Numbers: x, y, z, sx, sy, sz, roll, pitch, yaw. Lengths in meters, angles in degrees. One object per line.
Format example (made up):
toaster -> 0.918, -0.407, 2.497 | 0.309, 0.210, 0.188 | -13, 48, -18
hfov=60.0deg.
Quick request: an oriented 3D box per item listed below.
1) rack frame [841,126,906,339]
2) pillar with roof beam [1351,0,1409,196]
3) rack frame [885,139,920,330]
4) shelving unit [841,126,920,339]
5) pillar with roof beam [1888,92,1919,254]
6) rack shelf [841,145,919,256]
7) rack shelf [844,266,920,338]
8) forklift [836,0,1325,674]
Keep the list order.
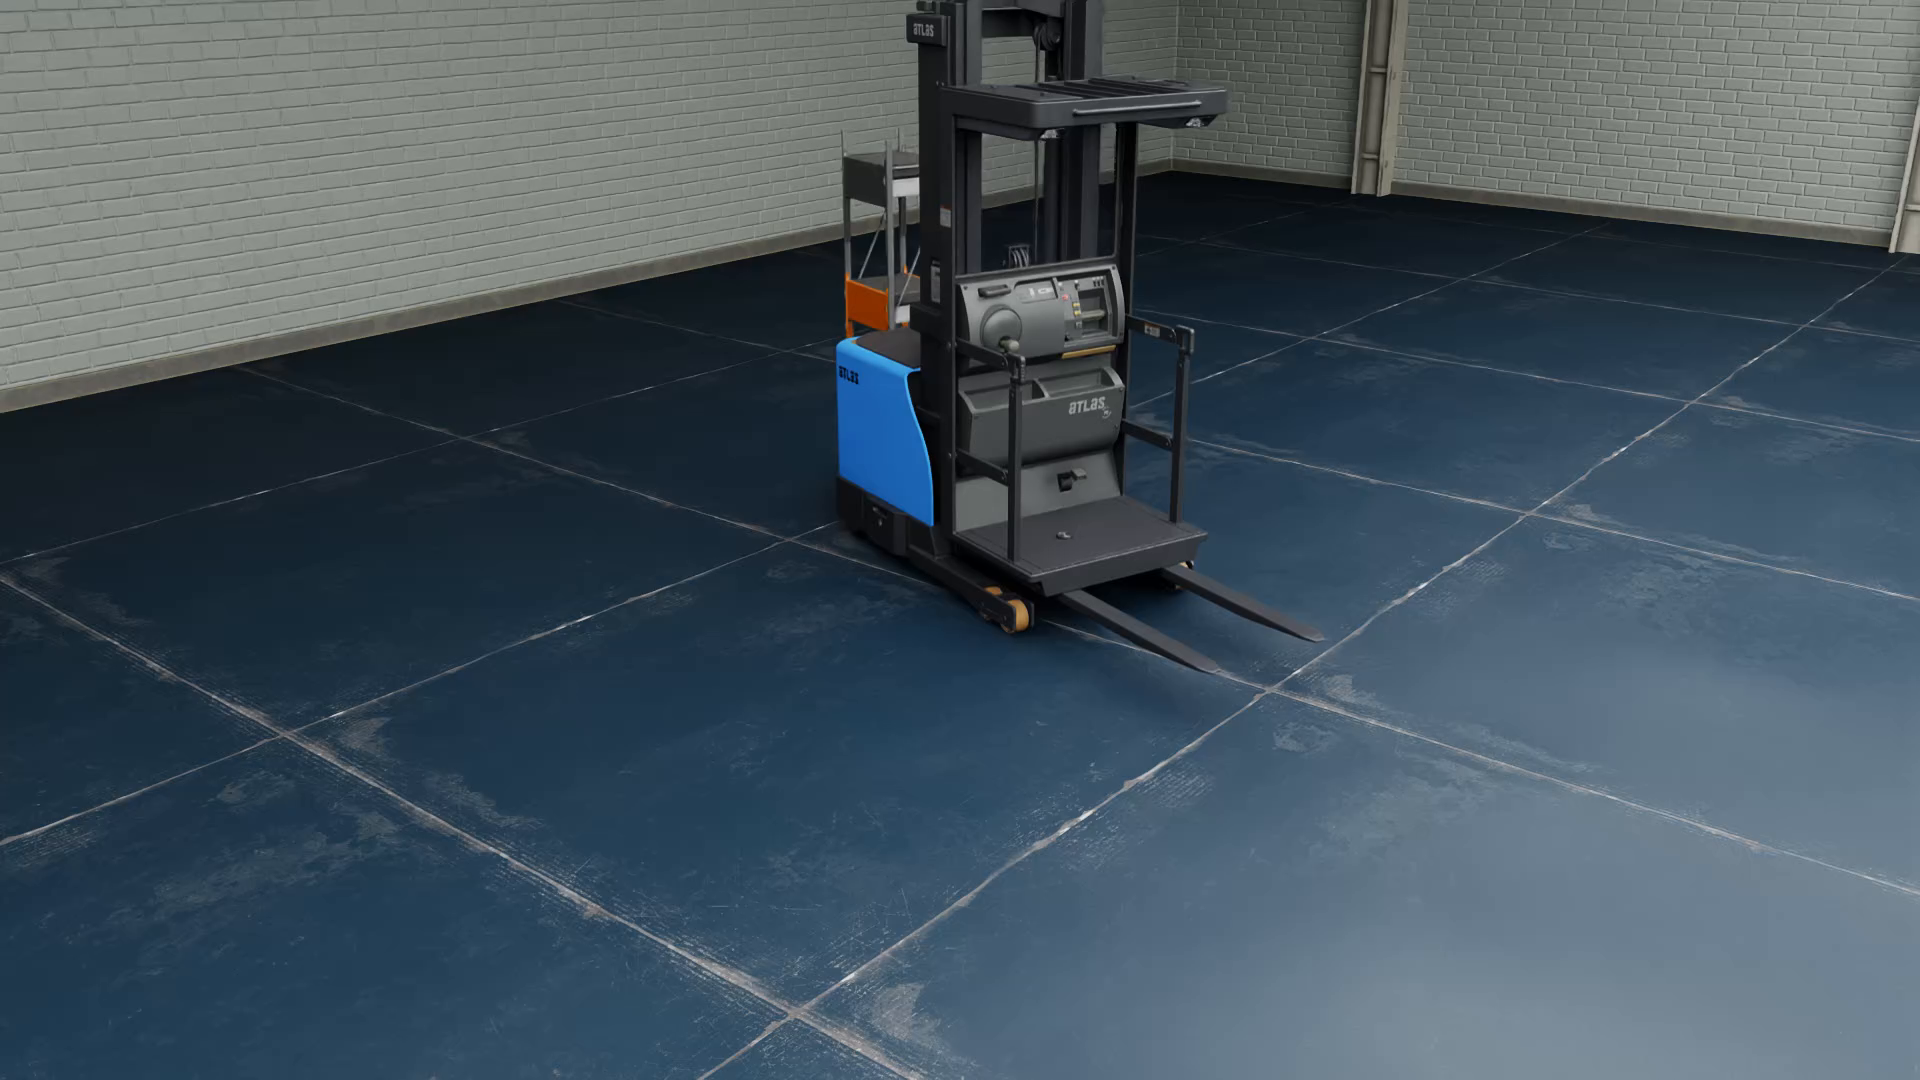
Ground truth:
rack frame -> -0.490, -1.340, 9.747 | 0.400, 2.100, 0.015 | -13, 24, -30
pillar with roof beam -> 2.344, -7.307, 15.792 | 0.400, 9.000, 9.100 | 16, 26, 36
rack frame -> -0.227, -1.195, 9.362 | 0.400, 2.100, 0.015 | -13, 24, -30
shelving unit -> -0.359, -1.268, 9.555 | 0.431, 2.100, 0.503 | -13, 24, -30
pillar with roof beam -> 6.992, -5.969, 12.242 | 0.400, 9.000, 9.100 | 16, 26, 36
rack shelf -> -0.359, -1.910, 9.312 | 0.431, 0.518, 0.480 | -13, 24, -30
rack shelf -> -0.359, -1.255, 9.559 | 0.431, 0.518, 0.480 | -13, 24, -30
forklift -> 0.527, -1.111, 7.961 | 1.130, 2.935, 3.031 | -13, 24, -30
